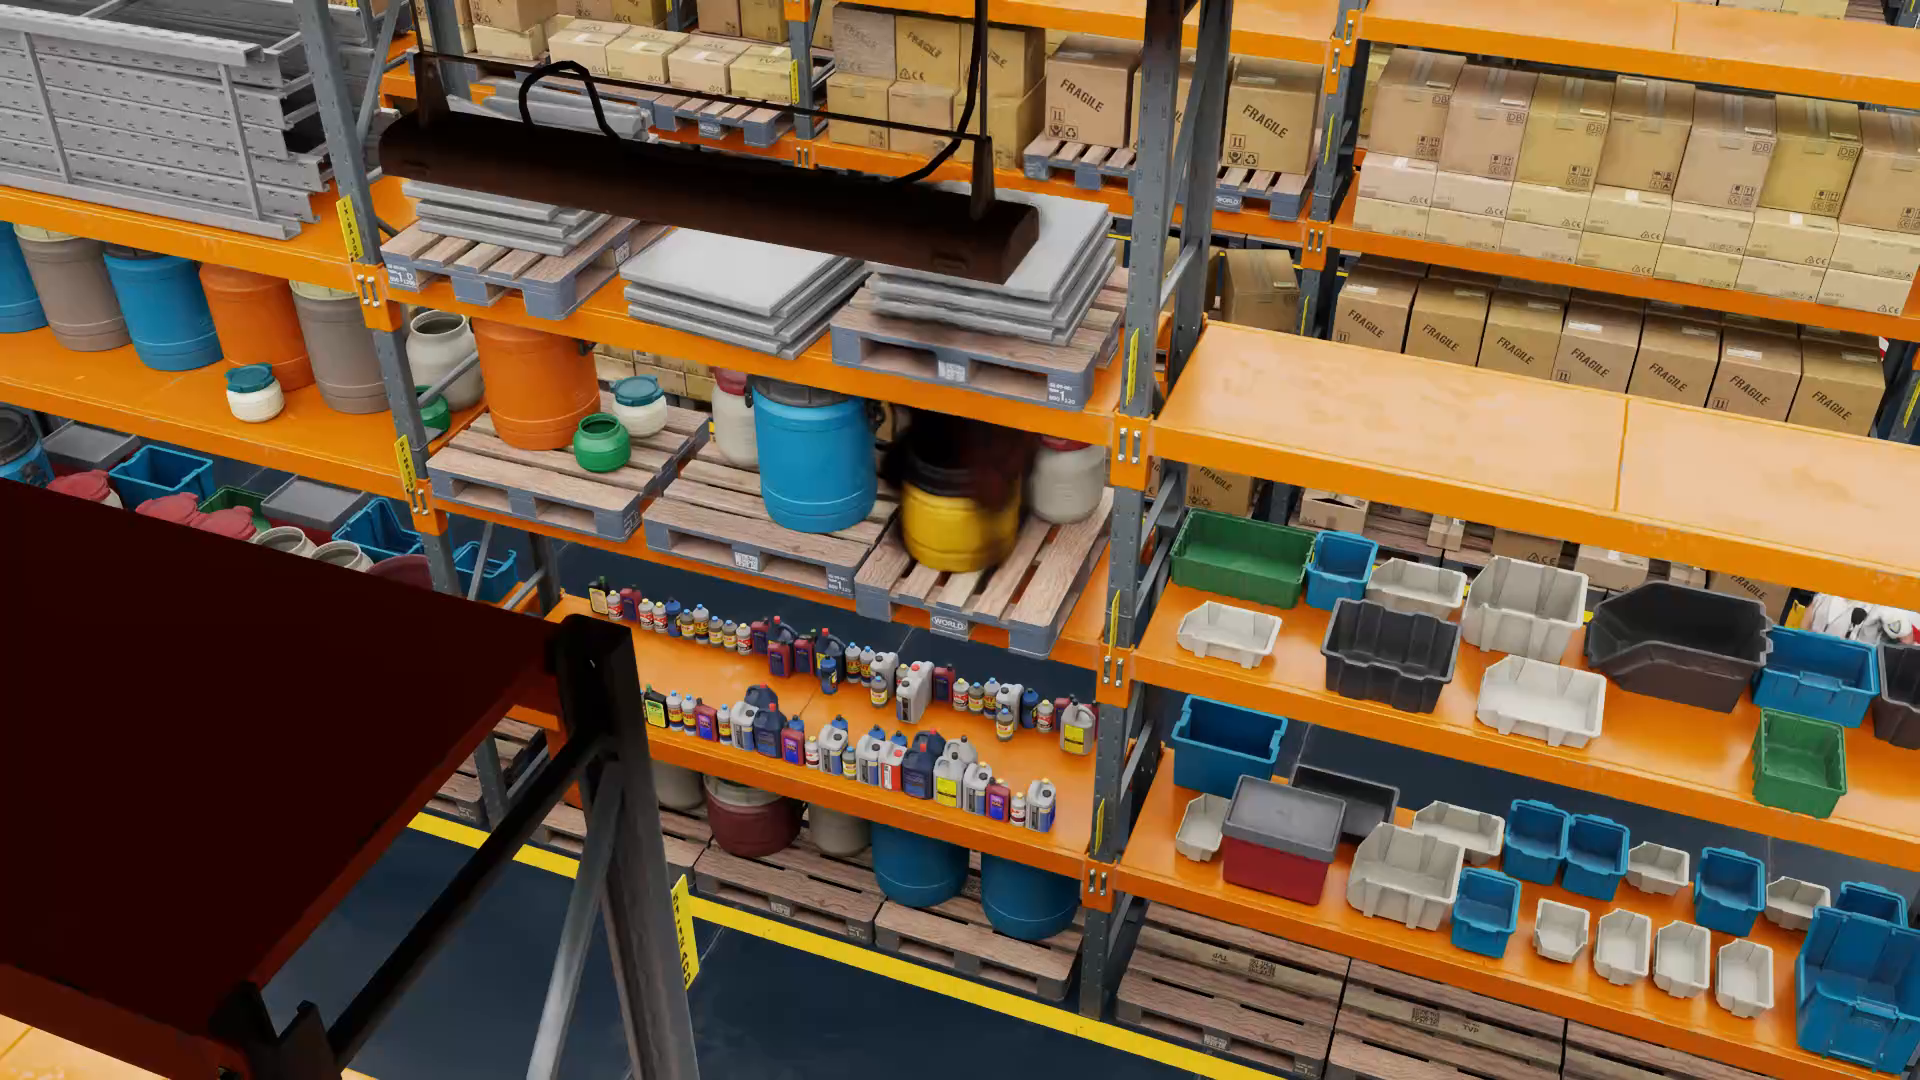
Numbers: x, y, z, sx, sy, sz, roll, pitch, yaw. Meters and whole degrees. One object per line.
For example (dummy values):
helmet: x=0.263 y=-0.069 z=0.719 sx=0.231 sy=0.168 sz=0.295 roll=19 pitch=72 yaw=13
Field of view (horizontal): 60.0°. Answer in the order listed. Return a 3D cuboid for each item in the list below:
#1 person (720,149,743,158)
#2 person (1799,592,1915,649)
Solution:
person: x=-2.208 y=-3.132 z=16.284 sx=0.625 sy=1.566 sz=0.509 roll=11 pitch=38 yaw=15
person: x=5.683 y=0.808 z=10.854 sx=0.590 sy=1.737 sz=0.718 roll=-5 pitch=37 yaw=-7
